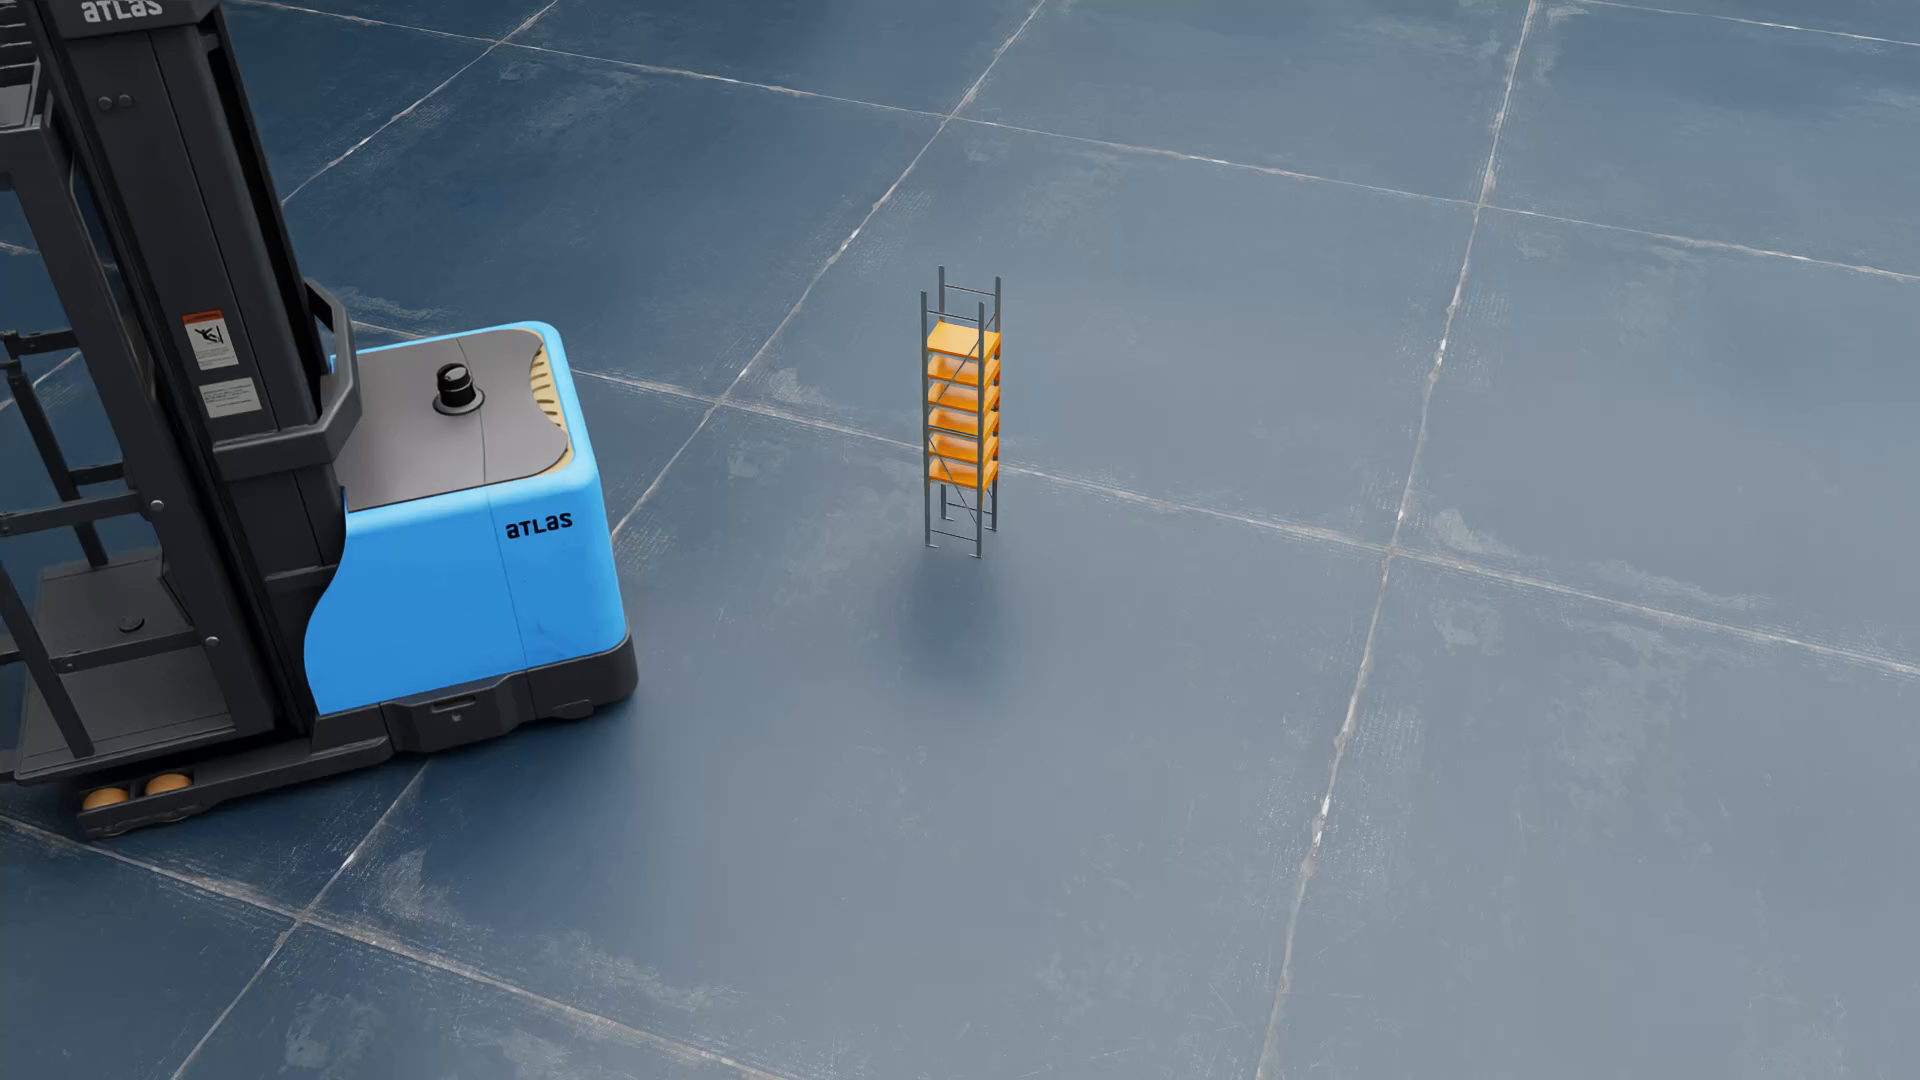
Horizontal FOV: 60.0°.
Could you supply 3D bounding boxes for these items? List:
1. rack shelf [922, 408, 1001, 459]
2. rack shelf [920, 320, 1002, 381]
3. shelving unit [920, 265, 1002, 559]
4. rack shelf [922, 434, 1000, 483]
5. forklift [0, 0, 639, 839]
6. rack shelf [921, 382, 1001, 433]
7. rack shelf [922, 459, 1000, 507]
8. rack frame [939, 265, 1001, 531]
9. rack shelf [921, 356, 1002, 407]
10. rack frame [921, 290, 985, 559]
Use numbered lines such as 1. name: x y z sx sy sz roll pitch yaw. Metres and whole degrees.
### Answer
1. rack shelf: 0.005 -0.431 6.400 0.258 0.103 0.180 13 42 15
2. rack shelf: 0.005 -0.705 6.166 0.258 0.103 0.180 13 42 15
3. shelving unit: 0.005 -0.465 6.371 0.258 1.200 0.189 13 42 15
4. rack shelf: 0.005 -0.340 6.478 0.258 0.103 0.180 13 42 15
5. forklift: -2.742 -0.508 5.087 3.031 2.935 1.130 -12 42 -14
6. rack shelf: 0.005 -0.523 6.322 0.258 0.103 0.180 13 42 15
7. rack shelf: 0.005 -0.249 6.556 0.258 0.103 0.180 13 42 15
8. rack frame: 0.036 -0.521 6.436 0.240 1.200 0.006 13 42 15
9. rack shelf: 0.005 -0.614 6.244 0.258 0.103 0.180 13 42 15
10. rack frame: -0.026 -0.409 6.306 0.240 1.200 0.006 13 42 15
